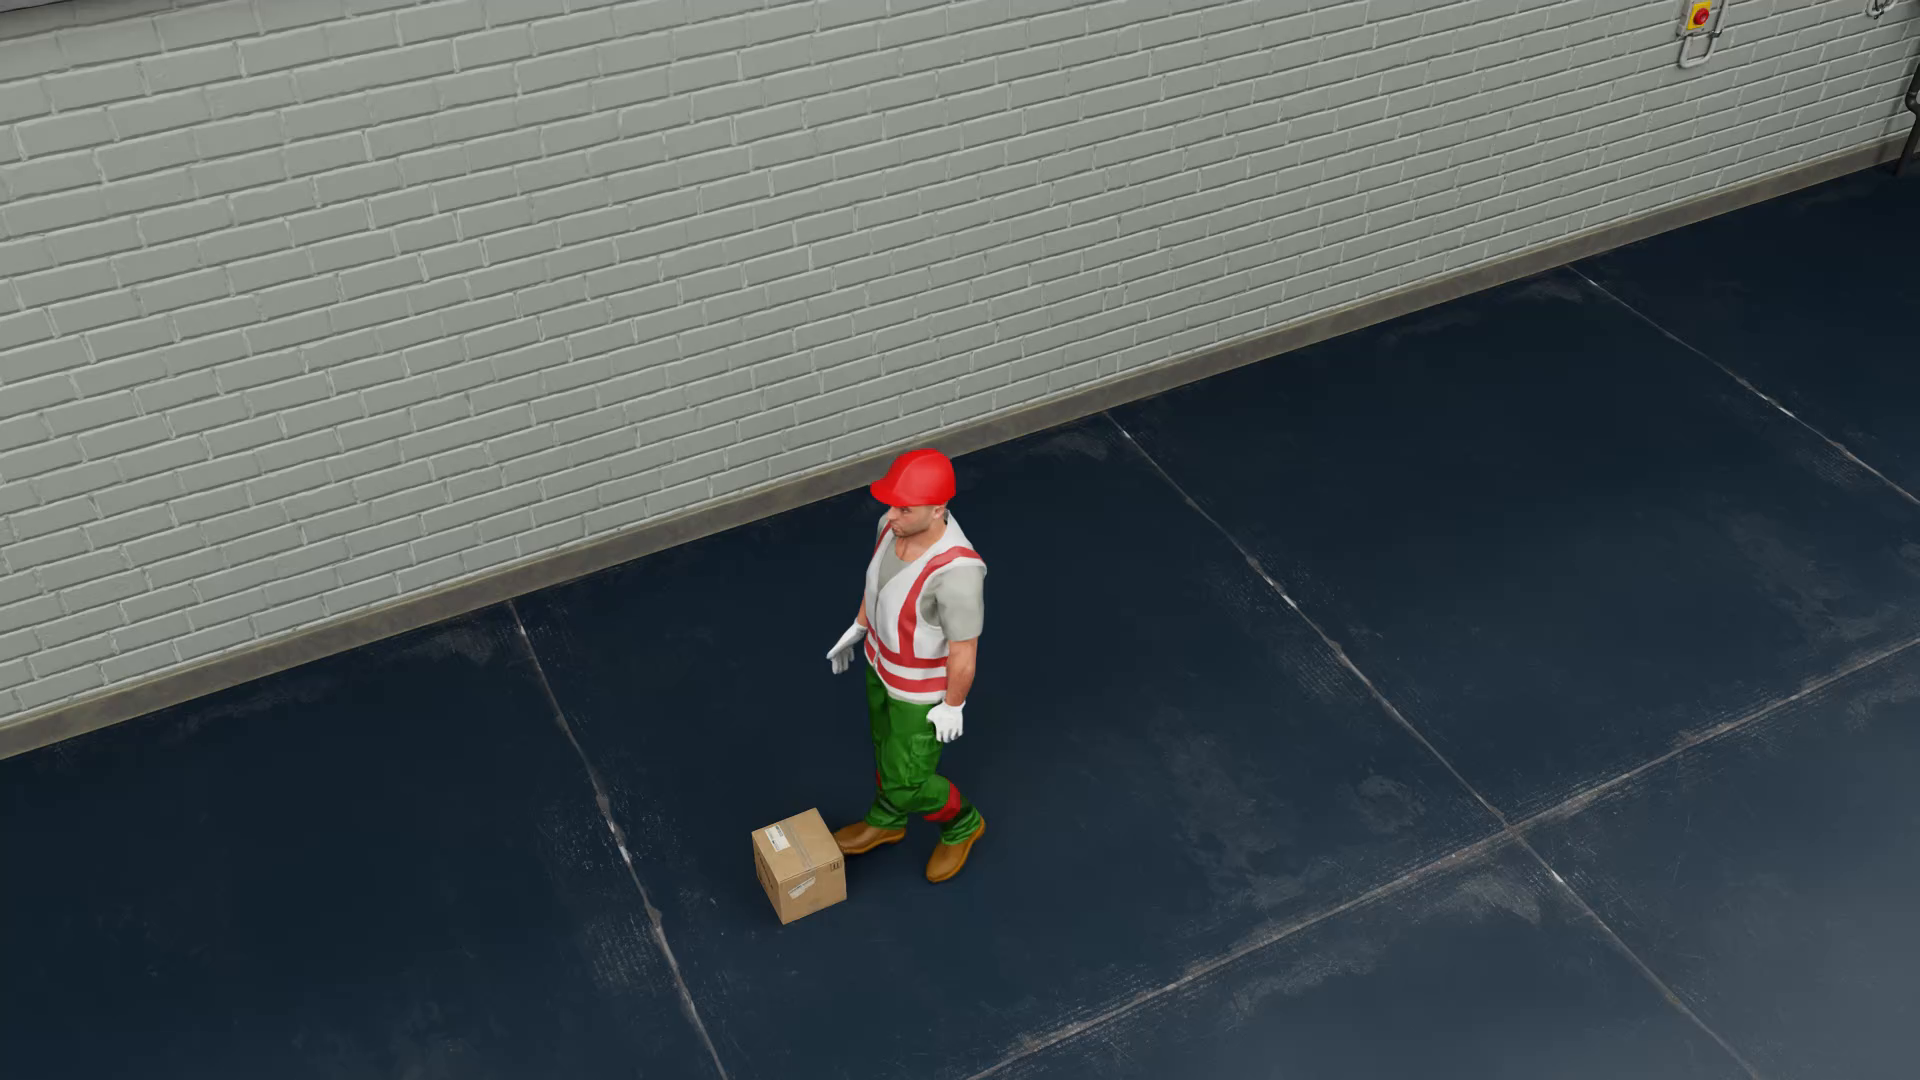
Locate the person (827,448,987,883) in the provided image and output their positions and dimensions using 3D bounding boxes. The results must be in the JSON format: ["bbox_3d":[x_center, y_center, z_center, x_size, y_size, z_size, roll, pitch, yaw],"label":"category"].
[{"bbox_3d":[-0.206,0.459,5.597,0.532,1.800,0.550,-18,44,-20],"label":"person"}]
